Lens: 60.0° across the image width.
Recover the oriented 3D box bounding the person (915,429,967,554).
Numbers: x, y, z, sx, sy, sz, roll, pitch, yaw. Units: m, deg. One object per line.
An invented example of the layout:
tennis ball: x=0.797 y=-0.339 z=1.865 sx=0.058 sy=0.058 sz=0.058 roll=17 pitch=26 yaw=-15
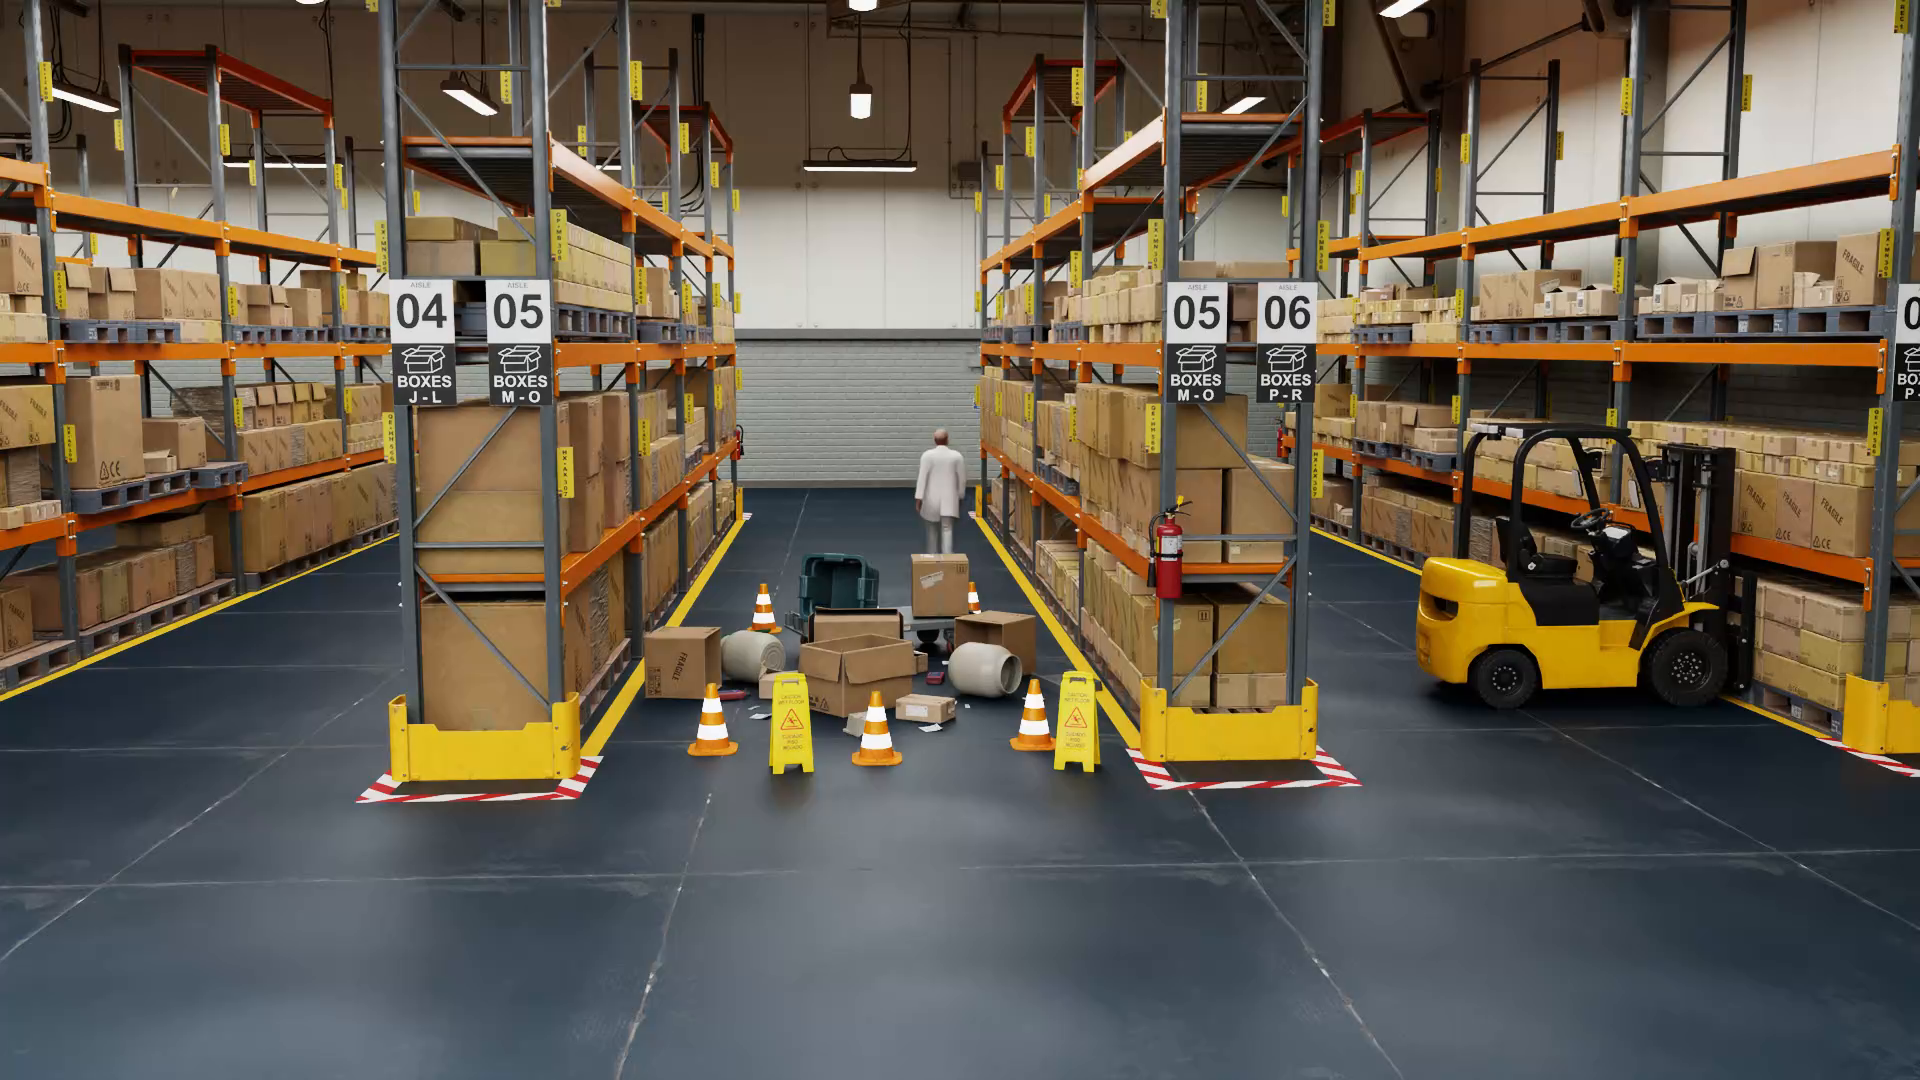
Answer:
person: x=-0.236 y=-0.511 z=20.545 sx=0.640 sy=1.724 sz=1.068 roll=0 pitch=7 yaw=-1
